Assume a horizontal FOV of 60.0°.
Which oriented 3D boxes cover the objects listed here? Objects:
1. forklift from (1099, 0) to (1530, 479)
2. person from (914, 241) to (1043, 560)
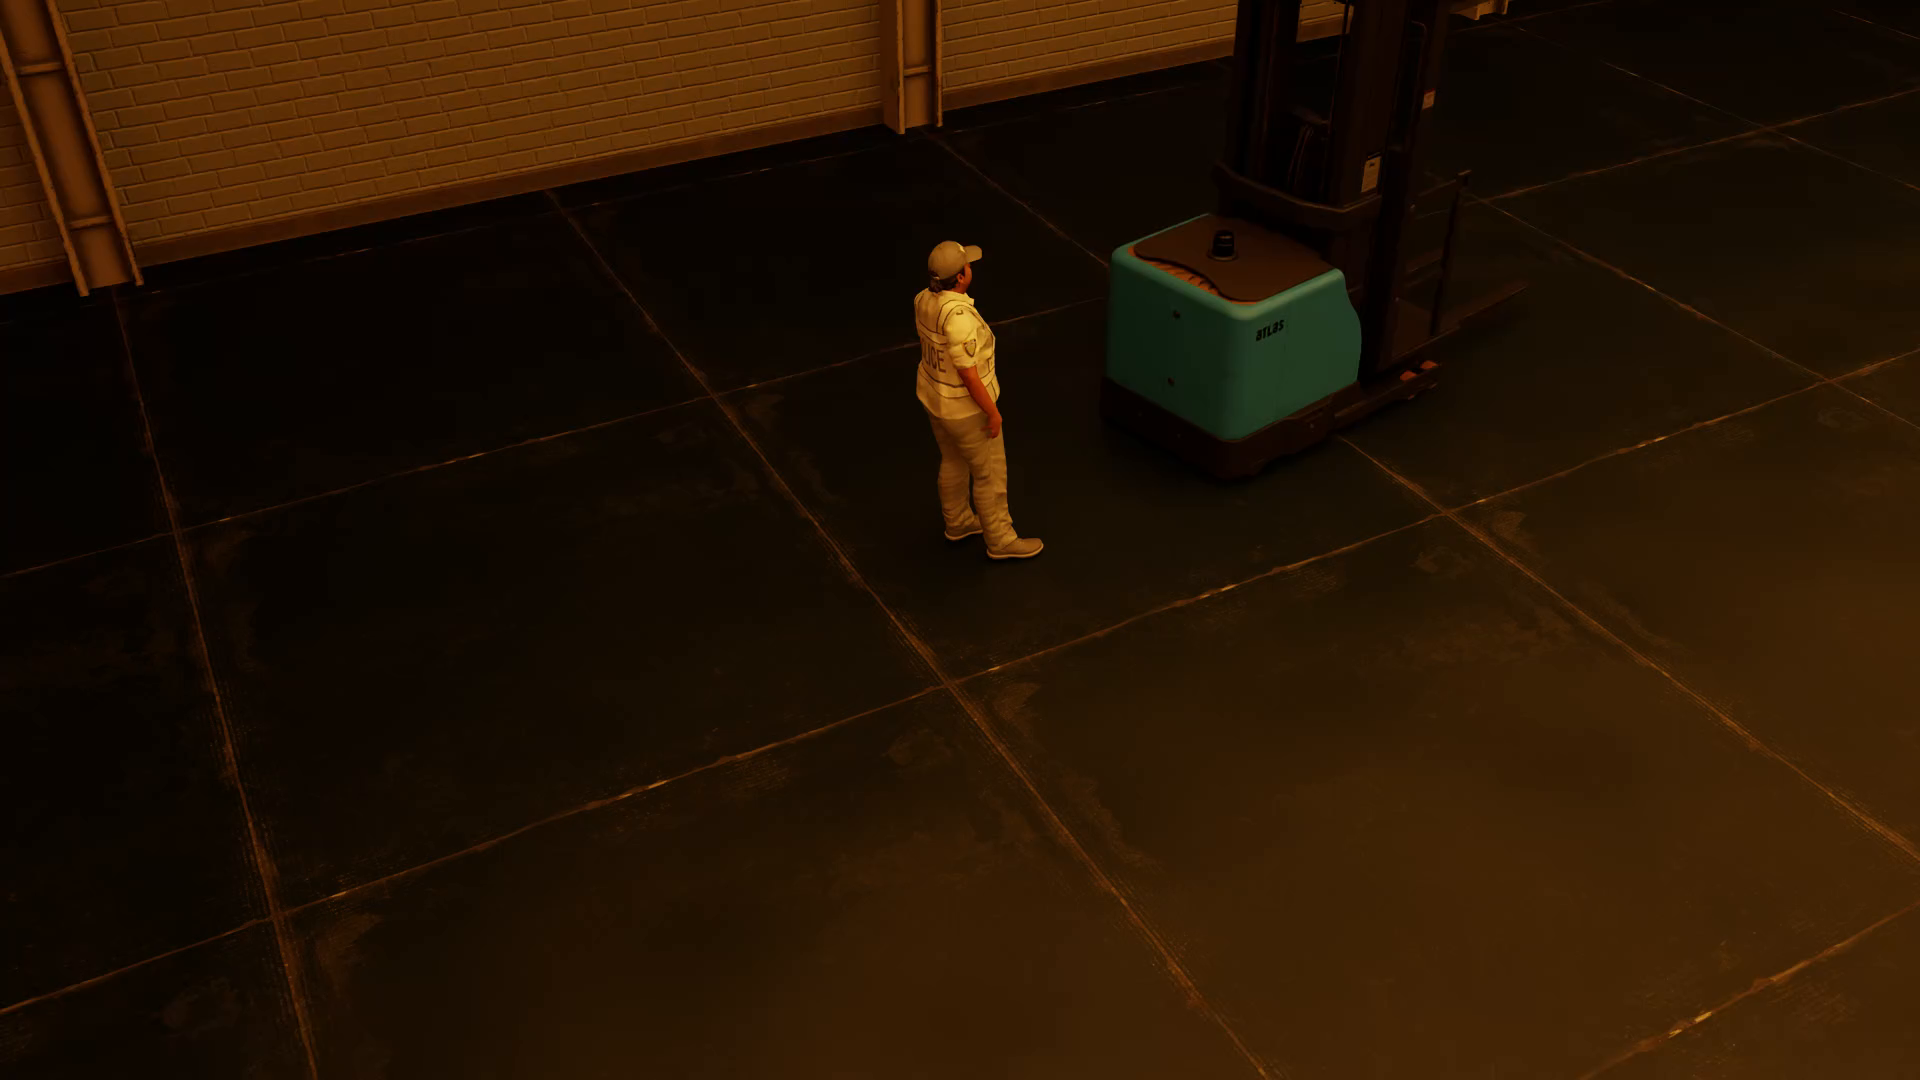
[{"bbox_3d":[2.259,-2.236,9.286,3.031,2.935,1.130,-26,43,-32],"label":"forklift"},{"bbox_3d":[0.078,-0.696,8.190,0.529,1.670,0.599,-17,39,-23],"label":"person"}]
